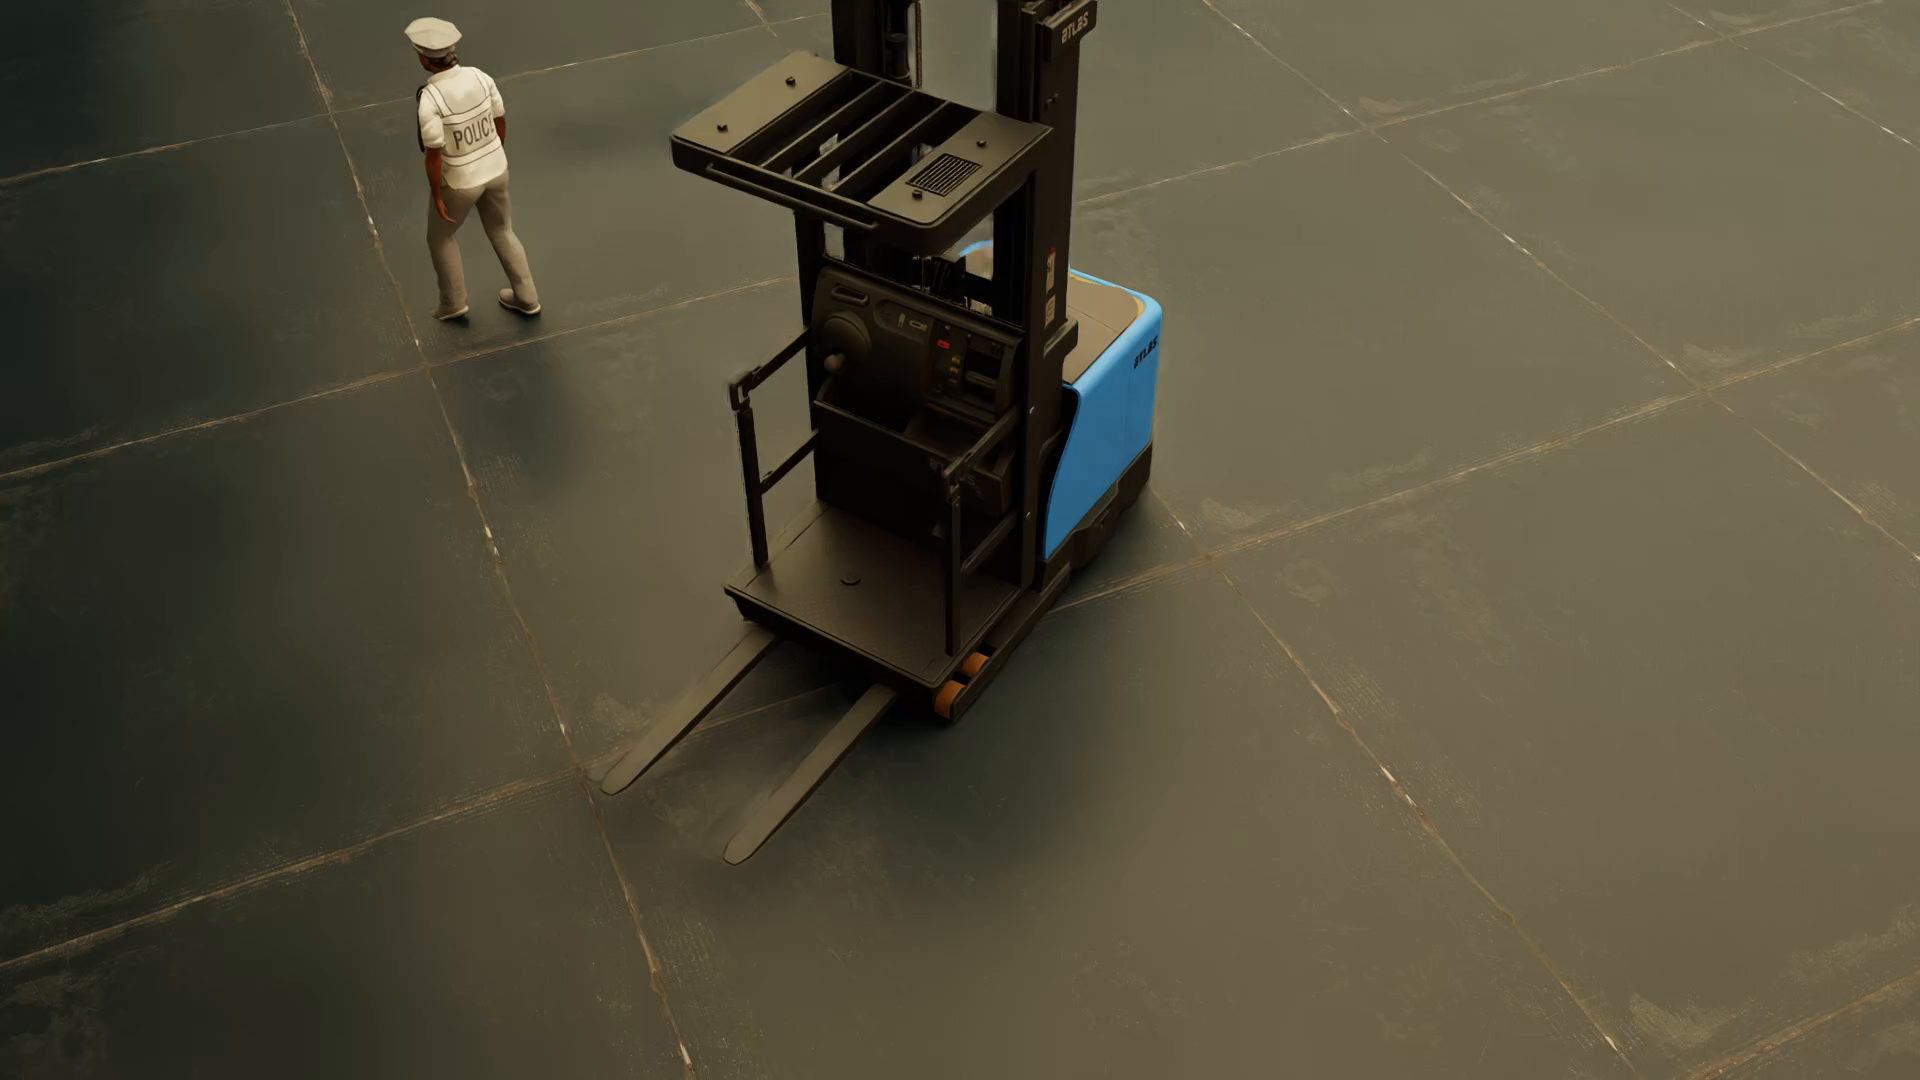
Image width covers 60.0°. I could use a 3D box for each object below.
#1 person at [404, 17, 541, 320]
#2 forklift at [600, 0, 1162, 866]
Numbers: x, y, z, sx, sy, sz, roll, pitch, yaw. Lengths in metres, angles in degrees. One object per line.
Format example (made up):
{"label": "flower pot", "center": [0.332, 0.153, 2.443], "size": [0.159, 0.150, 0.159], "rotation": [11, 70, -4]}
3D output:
{"label": "person", "center": [-2.594, -1.881, 8.677], "size": [0.533, 1.711, 0.568], "rotation": [29, 50, 27]}
{"label": "forklift", "center": [-0.302, -0.685, 6.414], "size": [1.130, 2.935, 3.031], "rotation": [24, 48, 23]}
